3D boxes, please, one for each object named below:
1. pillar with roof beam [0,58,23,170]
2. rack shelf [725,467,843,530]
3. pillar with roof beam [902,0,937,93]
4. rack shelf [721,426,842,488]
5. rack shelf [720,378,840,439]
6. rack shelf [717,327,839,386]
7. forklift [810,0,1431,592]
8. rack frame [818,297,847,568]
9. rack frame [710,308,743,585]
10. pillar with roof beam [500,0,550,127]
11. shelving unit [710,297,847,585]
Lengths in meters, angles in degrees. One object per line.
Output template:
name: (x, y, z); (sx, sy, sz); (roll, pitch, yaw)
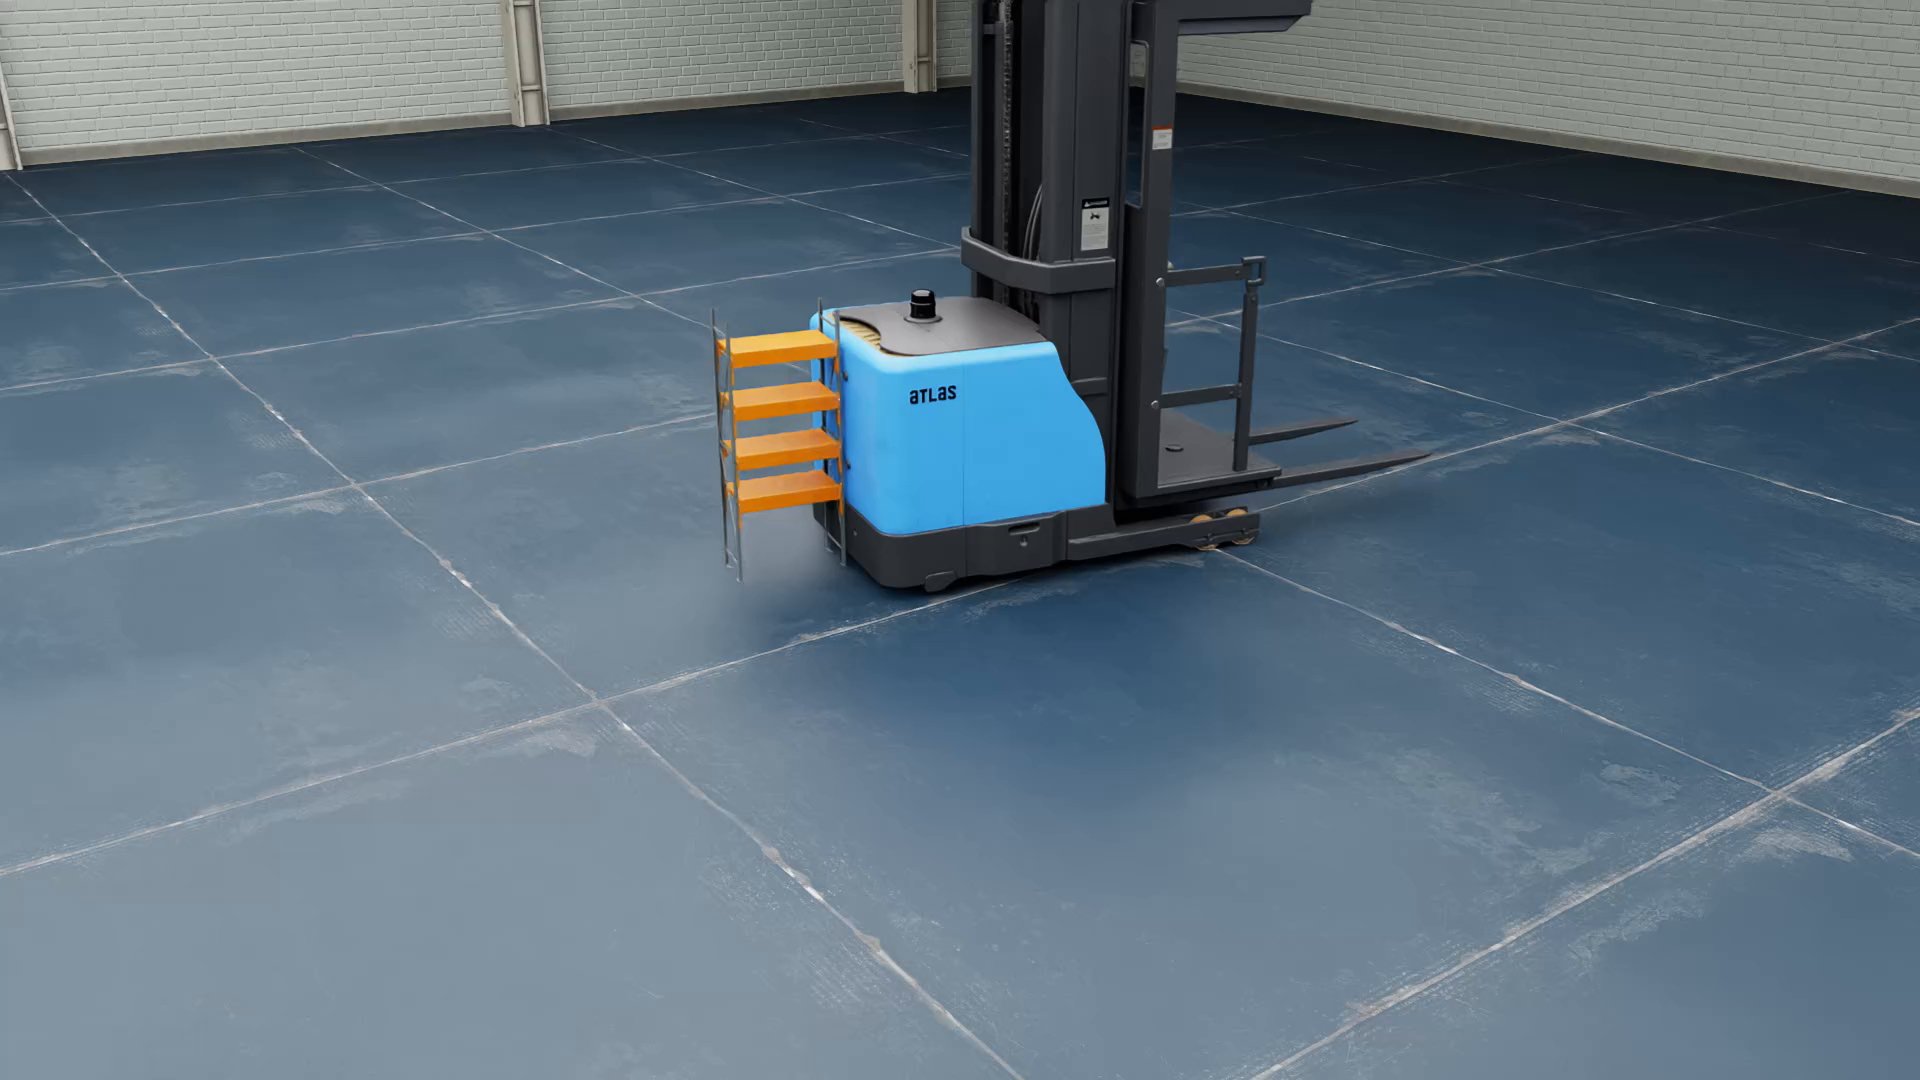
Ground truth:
pillar with roof beam: (-7.812, -6.875, 12.983); (0.400, 9.000, 9.100); (-15, 26, -33)
rack shelf: (-0.796, -0.189, 7.469); (0.480, 0.148, 0.258); (-9, 24, -22)
pillar with roof beam: (1.929, -9.472, 19.492); (0.400, 9.000, 9.100); (-15, 26, -33)
rack shelf: (-0.796, -0.374, 7.395); (0.480, 0.148, 0.258); (-9, 24, -22)
rack shelf: (-0.796, -0.581, 7.312); (0.480, 0.148, 0.258); (-9, 24, -22)
rack shelf: (-0.796, -0.801, 7.225); (0.480, 0.148, 0.258); (-9, 24, -22)
forklift: (0.860, -1.477, 7.644); (3.031, 2.935, 1.130); (-9, 24, -22)
rack frame: (-0.573, -0.472, 7.461); (0.015, 1.200, 0.240); (-9, 24, -22)
rack frame: (-1.020, -0.400, 7.279); (0.015, 1.200, 0.240); (-9, 24, -22)
pillar with roof beam: (-2.942, -8.173, 16.237); (0.400, 9.000, 9.100); (-15, 26, -33)
shelving unit: (-0.796, -0.436, 7.370); (0.503, 1.200, 0.258); (-9, 24, -22)
